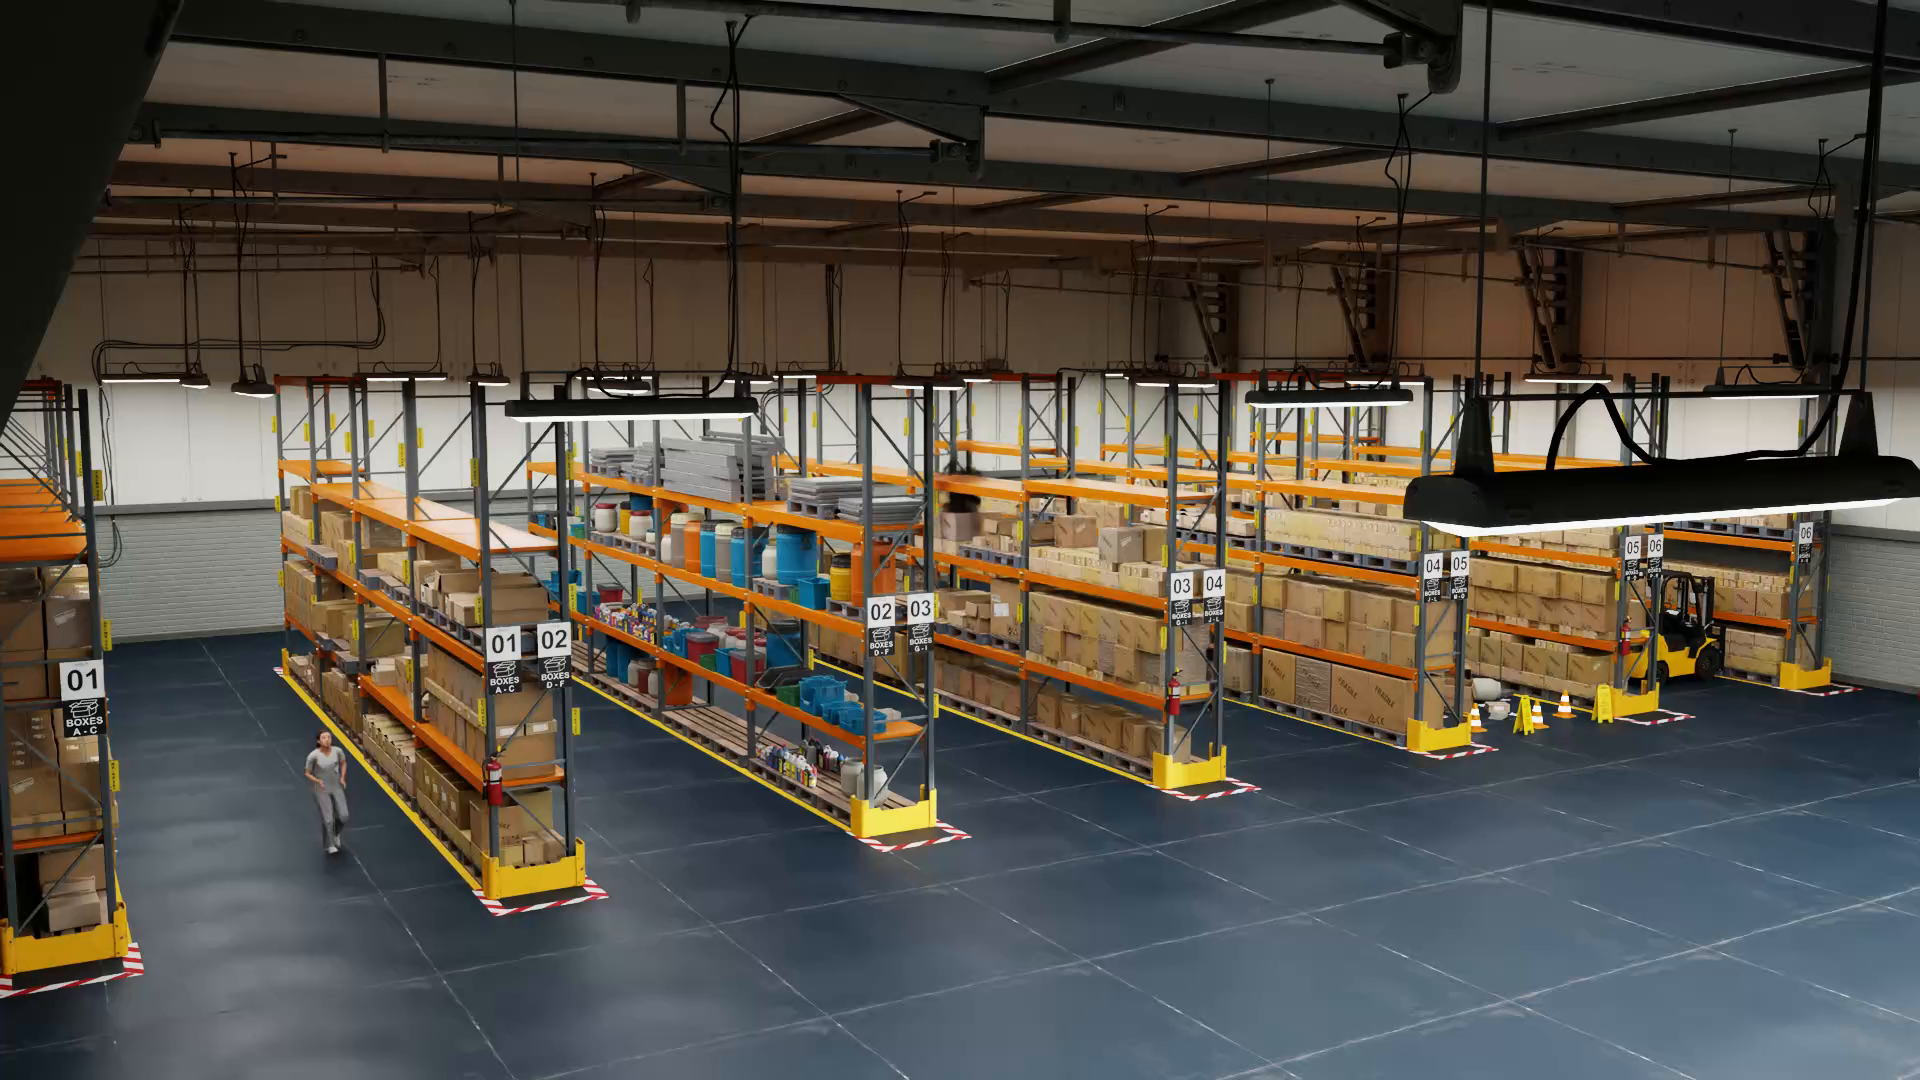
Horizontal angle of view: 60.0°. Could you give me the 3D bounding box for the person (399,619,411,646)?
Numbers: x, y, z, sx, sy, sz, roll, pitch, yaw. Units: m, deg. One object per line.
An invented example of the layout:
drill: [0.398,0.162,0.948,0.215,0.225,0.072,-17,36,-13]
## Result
person: [-11.775,1.781,34.570,0.640,1.658,0.616,2,7,18]

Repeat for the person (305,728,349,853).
person: [-8.025,3.202,21.167,0.539,1.626,0.541,-5,8,-36]

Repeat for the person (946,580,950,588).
person: [-0.141,1.680,34.346,0.650,1.814,0.915,-4,7,-33]

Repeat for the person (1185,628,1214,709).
person: [4.342,2.205,29.832,0.658,1.775,0.828,-5,8,-36]
